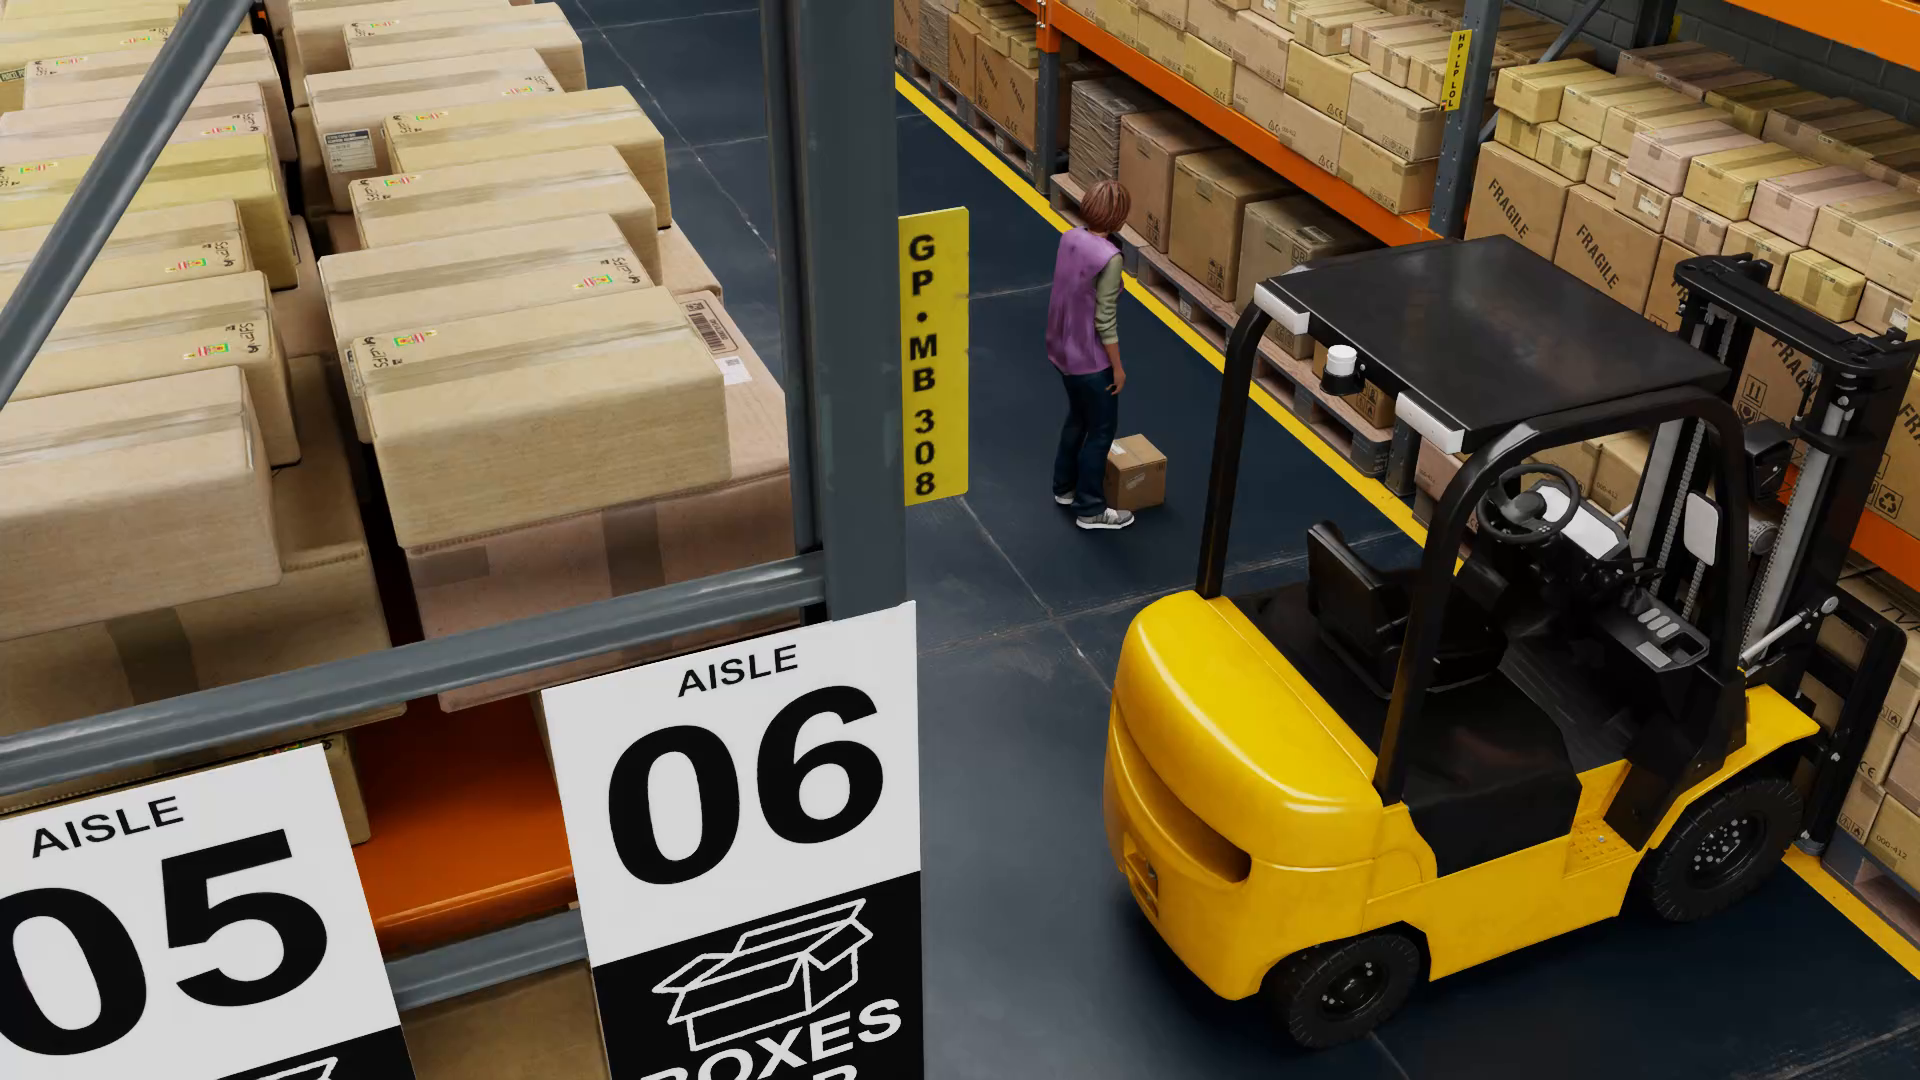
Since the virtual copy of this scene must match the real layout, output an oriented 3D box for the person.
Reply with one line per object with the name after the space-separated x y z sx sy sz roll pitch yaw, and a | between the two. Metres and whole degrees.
0.572 -0.806 7.360 0.351 1.580 0.483 -15 37 -22 | person
